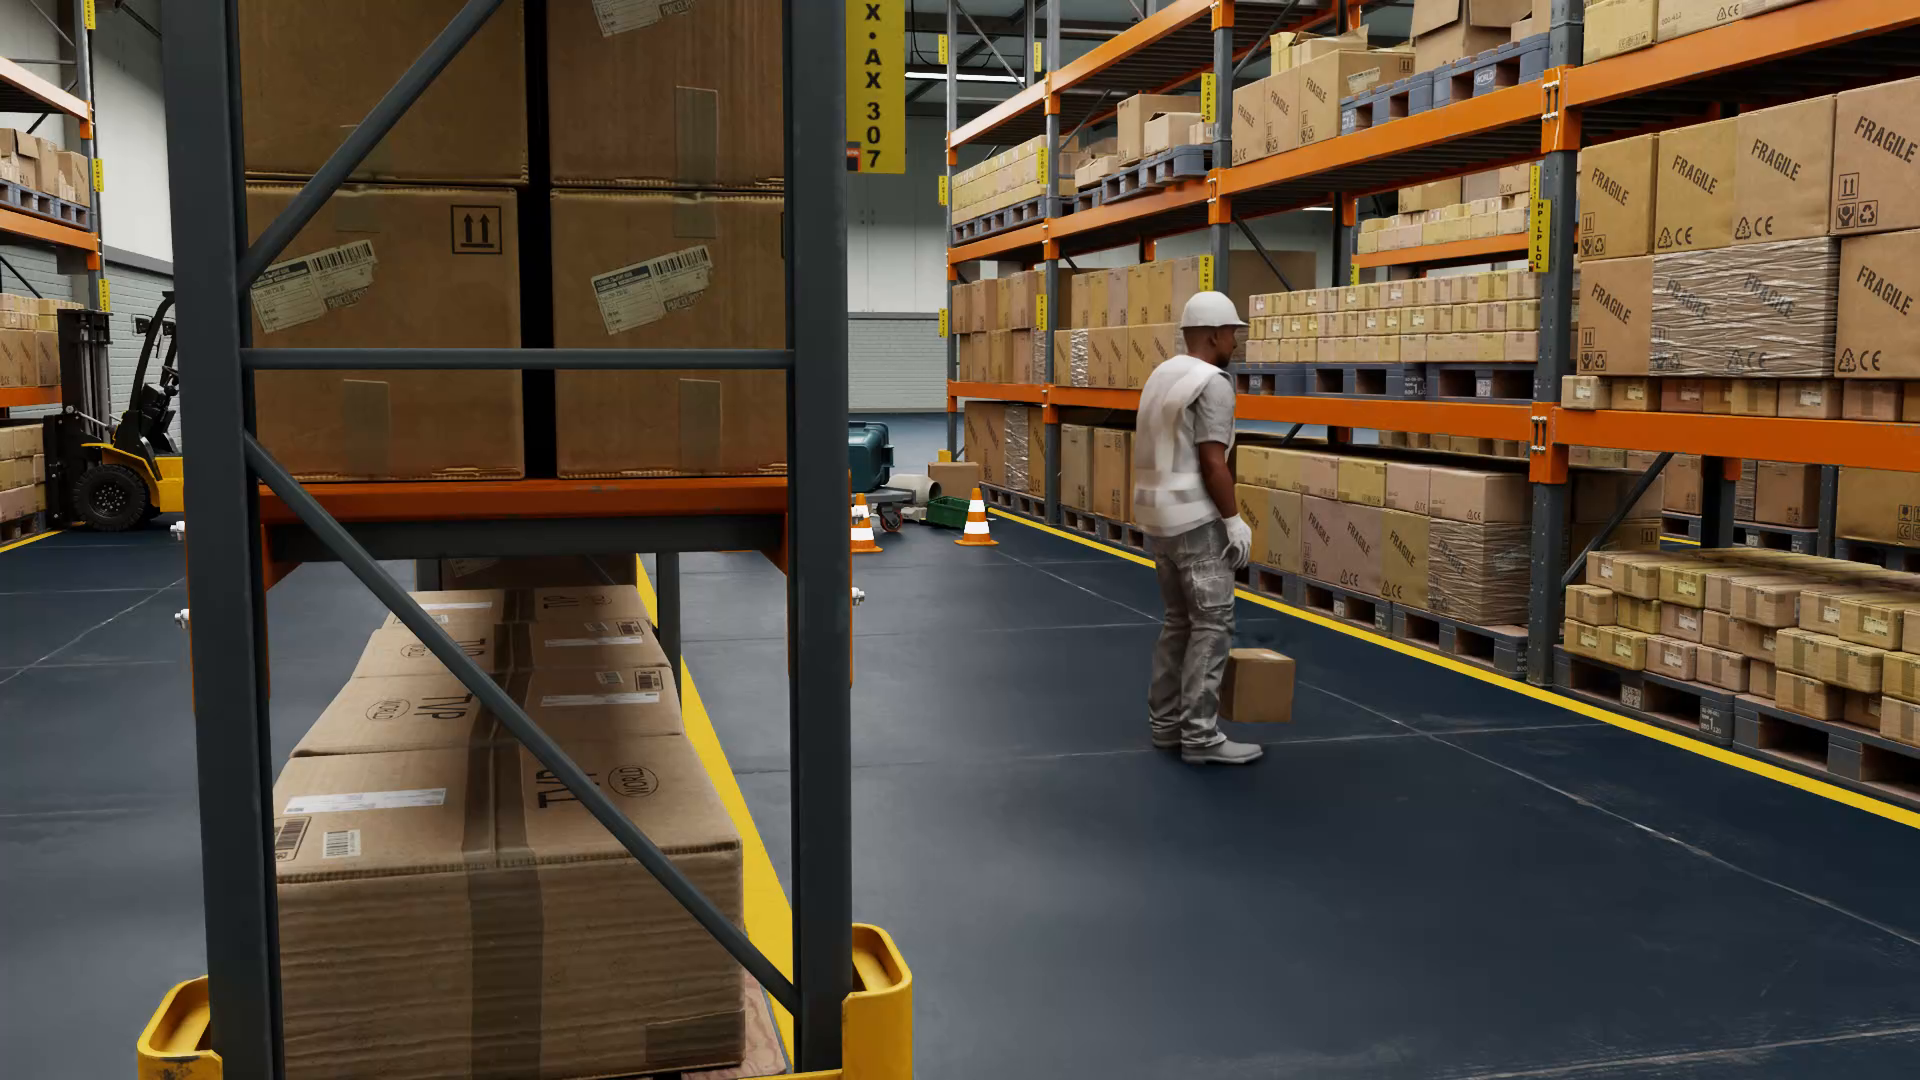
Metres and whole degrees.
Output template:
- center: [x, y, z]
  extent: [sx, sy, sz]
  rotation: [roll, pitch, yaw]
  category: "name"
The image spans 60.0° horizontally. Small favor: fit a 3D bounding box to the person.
- center: [0.903, -0.059, 6.390]
  extent: [0.434, 1.776, 0.590]
  rotation: [-2, 6, -16]
  category: "person"
